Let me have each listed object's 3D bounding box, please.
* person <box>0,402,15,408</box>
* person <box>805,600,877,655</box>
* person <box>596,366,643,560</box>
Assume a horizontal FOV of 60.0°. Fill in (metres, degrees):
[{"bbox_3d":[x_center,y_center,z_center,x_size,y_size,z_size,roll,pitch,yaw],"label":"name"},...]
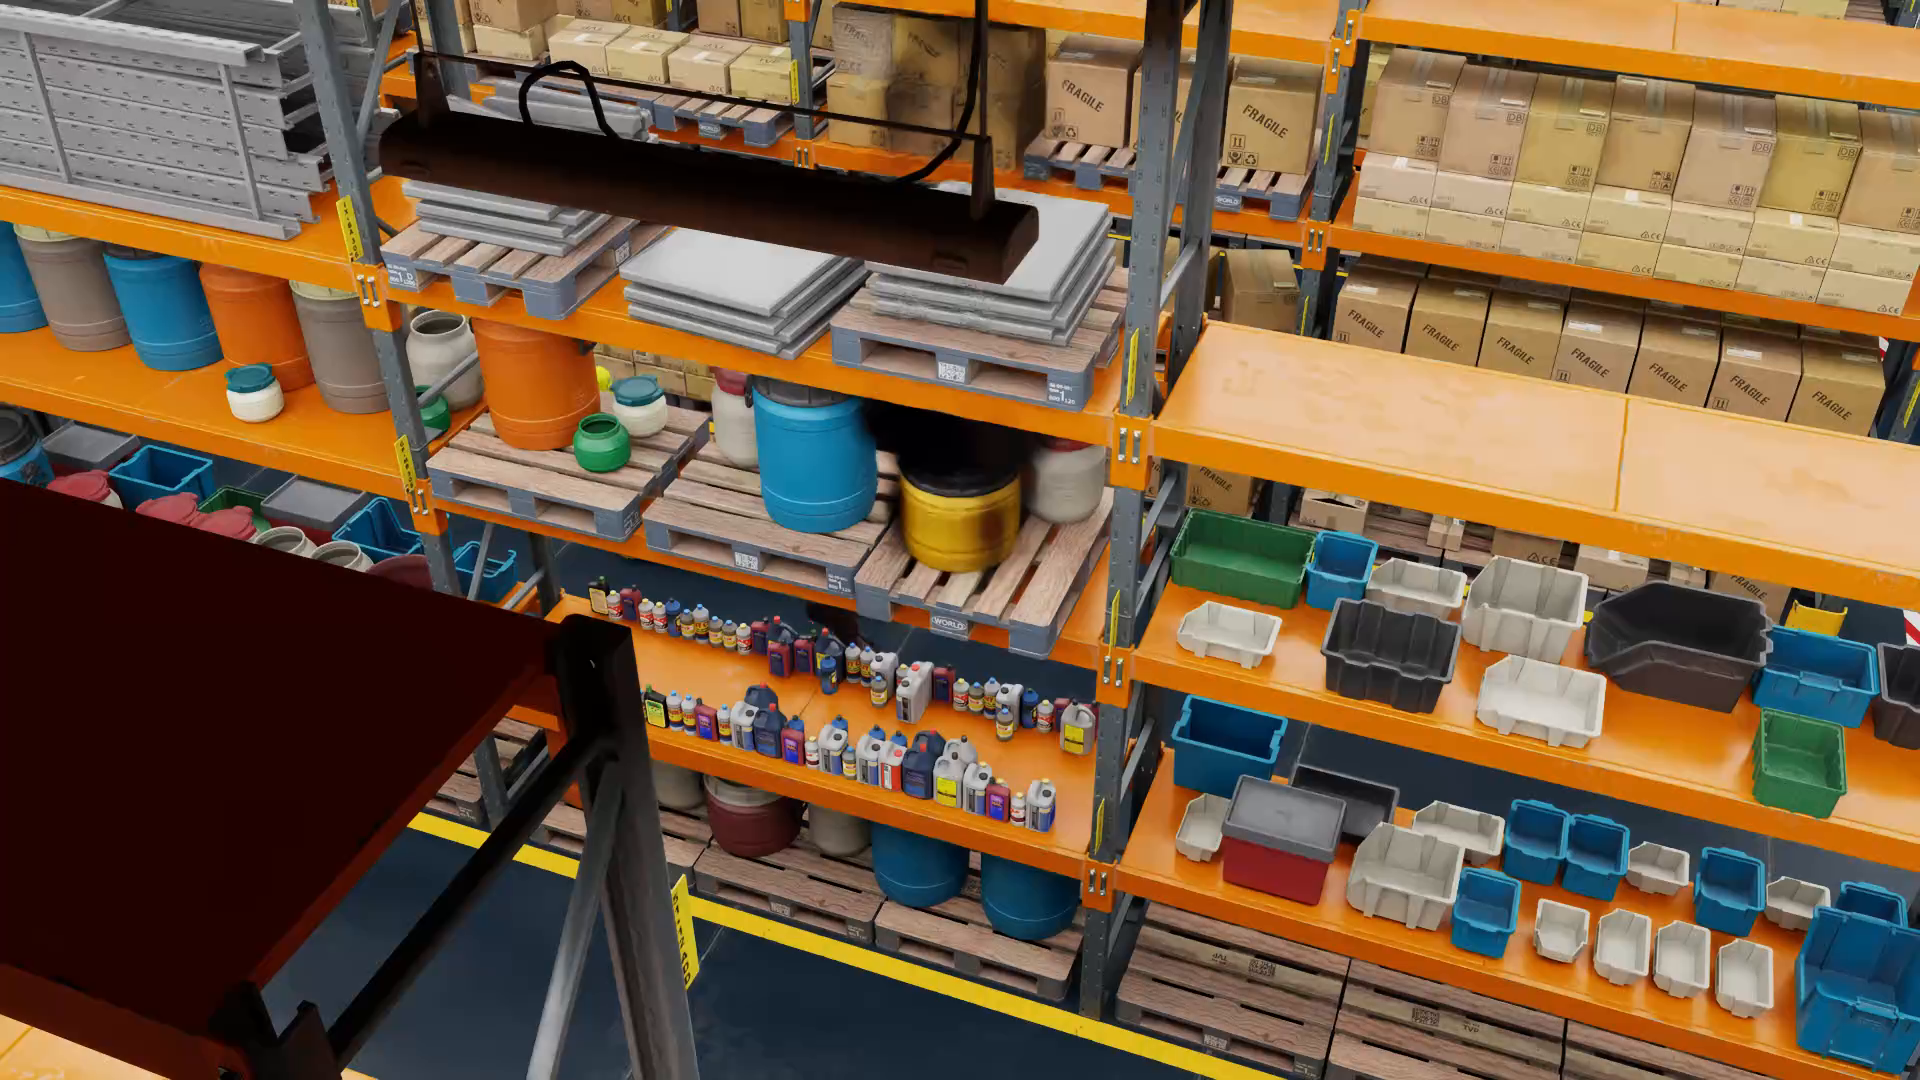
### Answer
[{"bbox_3d":[-8.743,-1.589,14.121,0.929,1.649,0.566,-5,37,-7],"label":"person"},{"bbox_3d":[-0.863,0.339,11.539,0.812,1.646,0.645,10,38,13],"label":"person"},{"bbox_3d":[-2.726,-0.575,12.722,0.639,1.714,0.688,8,37,11],"label":"person"}]
